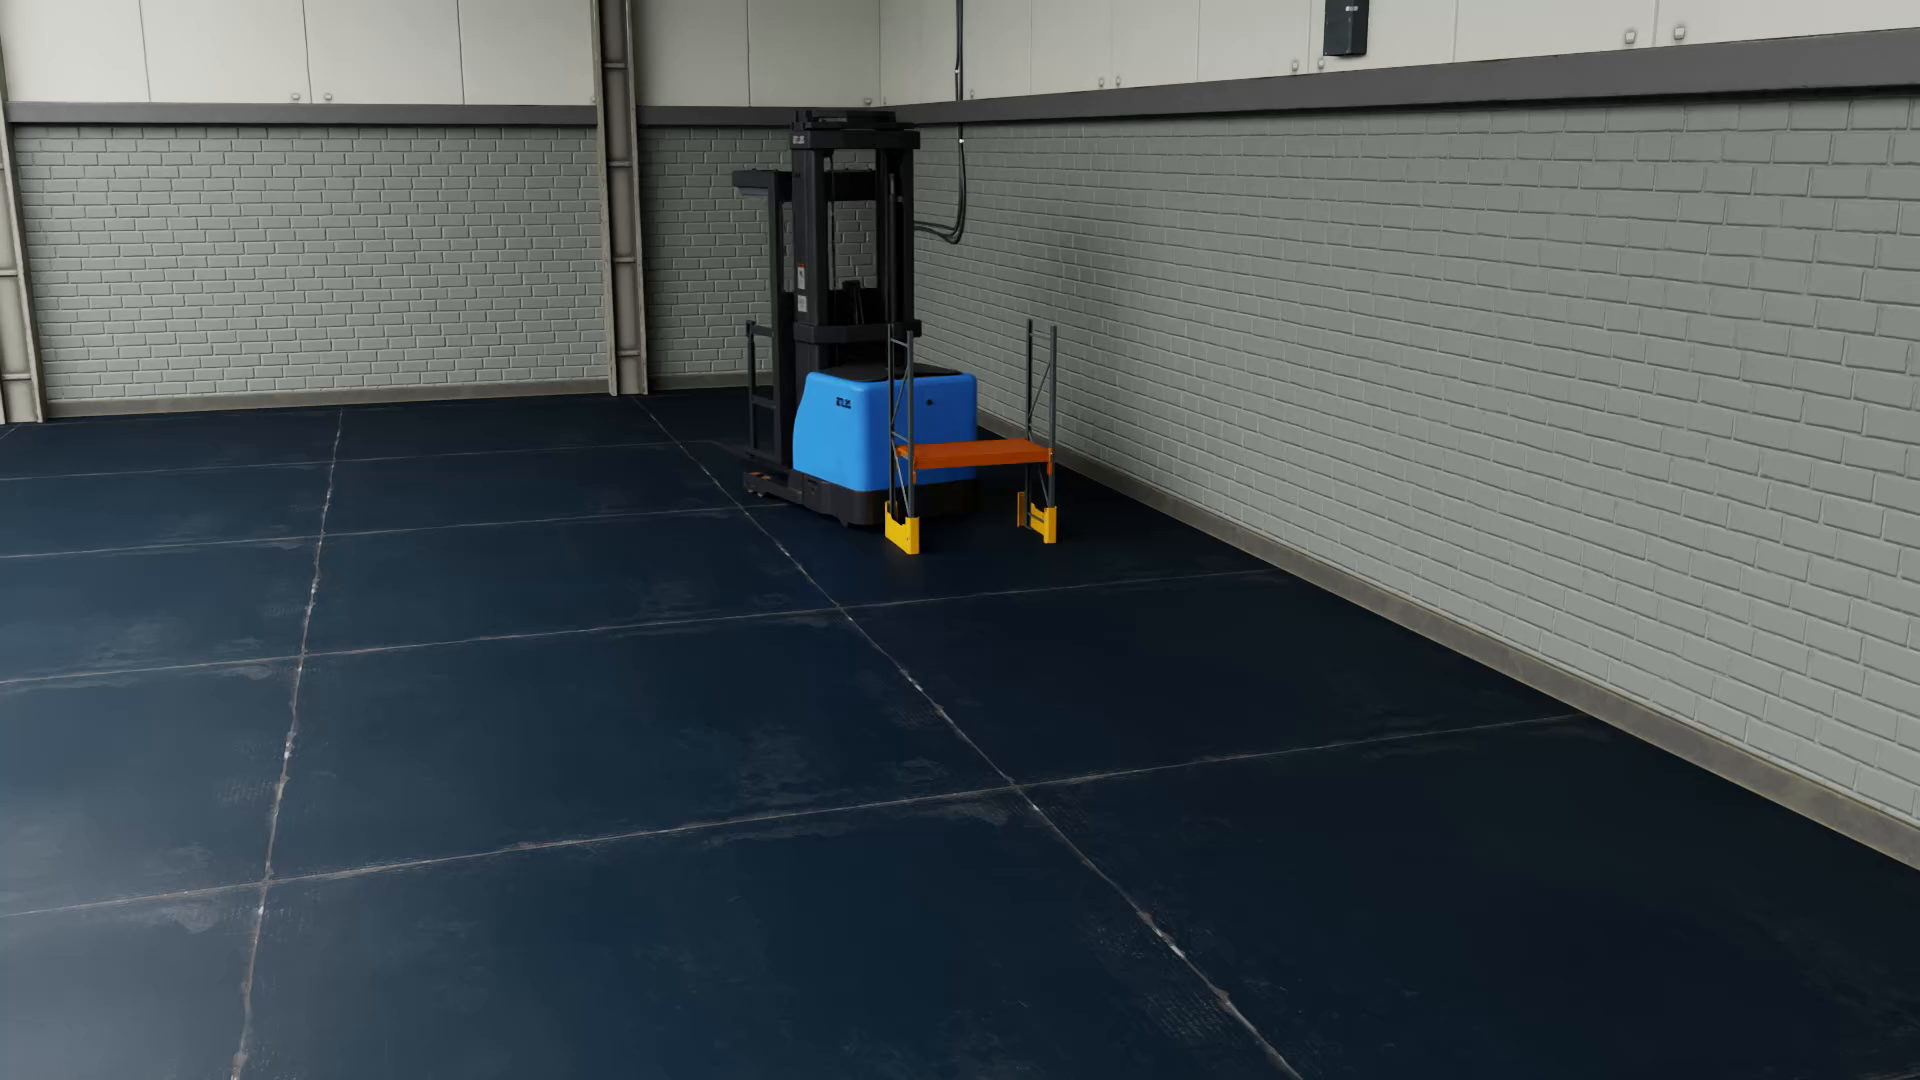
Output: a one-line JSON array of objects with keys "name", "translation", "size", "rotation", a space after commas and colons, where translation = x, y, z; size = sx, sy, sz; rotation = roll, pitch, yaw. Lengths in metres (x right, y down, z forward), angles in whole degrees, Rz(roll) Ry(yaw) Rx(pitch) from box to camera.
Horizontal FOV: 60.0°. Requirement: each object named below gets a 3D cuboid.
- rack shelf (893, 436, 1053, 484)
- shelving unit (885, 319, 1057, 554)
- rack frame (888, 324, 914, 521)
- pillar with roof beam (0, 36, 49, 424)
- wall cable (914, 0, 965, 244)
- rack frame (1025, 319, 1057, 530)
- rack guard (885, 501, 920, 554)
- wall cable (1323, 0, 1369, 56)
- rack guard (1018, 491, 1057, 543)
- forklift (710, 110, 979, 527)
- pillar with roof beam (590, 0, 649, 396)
[{"name": "rack shelf", "translation": [0.081, -0.561, 11.537], "size": [1.000, 0.185, 0.538], "rotation": [-4, 14, -18]}, {"name": "shelving unit", "translation": [0.072, -0.735, 11.493], "size": [1.083, 1.500, 0.587], "rotation": [-4, 14, -18]}, {"name": "rack frame", "translation": [-0.401, -0.698, 11.338], "size": [0.032, 1.500, 0.500], "rotation": [-4, 14, -18]}, {"name": "pillar with roof beam", "translation": [-8.006, -4.629, 11.657], "size": [0.400, 9.000, 9.100], "rotation": [-4, 14, -18]}, {"name": "wall cable", "translation": [-0.479, -4.433, 17.542], "size": [0.112, 2.526, 3.097], "rotation": [-4, 14, -18]}, {"name": "rack frame", "translation": [0.563, -0.773, 11.653], "size": [0.032, 1.500, 0.500], "rotation": [-4, 14, -18]}, {"name": "rack guard", "translation": [-0.400, -0.090, 11.483], "size": [0.087, 0.250, 0.587], "rotation": [-4, 14, -18]}, {"name": "wall cable", "translation": [2.534, -5.514, 8.031], "size": [0.169, 6.003, 2.305], "rotation": [-4, 14, -18]}, {"name": "rack guard", "translation": [0.544, -0.164, 11.792], "size": [0.087, 0.250, 0.587], "rotation": [-4, 14, -18]}, {"name": "forklift", "translation": [-1.068, -1.813, 12.931], "size": [1.130, 2.935, 3.031], "rotation": [-8, 16, -31]}, {"name": "pillar with roof beam", "translation": [-2.320, -5.072, 13.518], "size": [0.400, 9.000, 9.100], "rotation": [-4, 14, -18]}]
